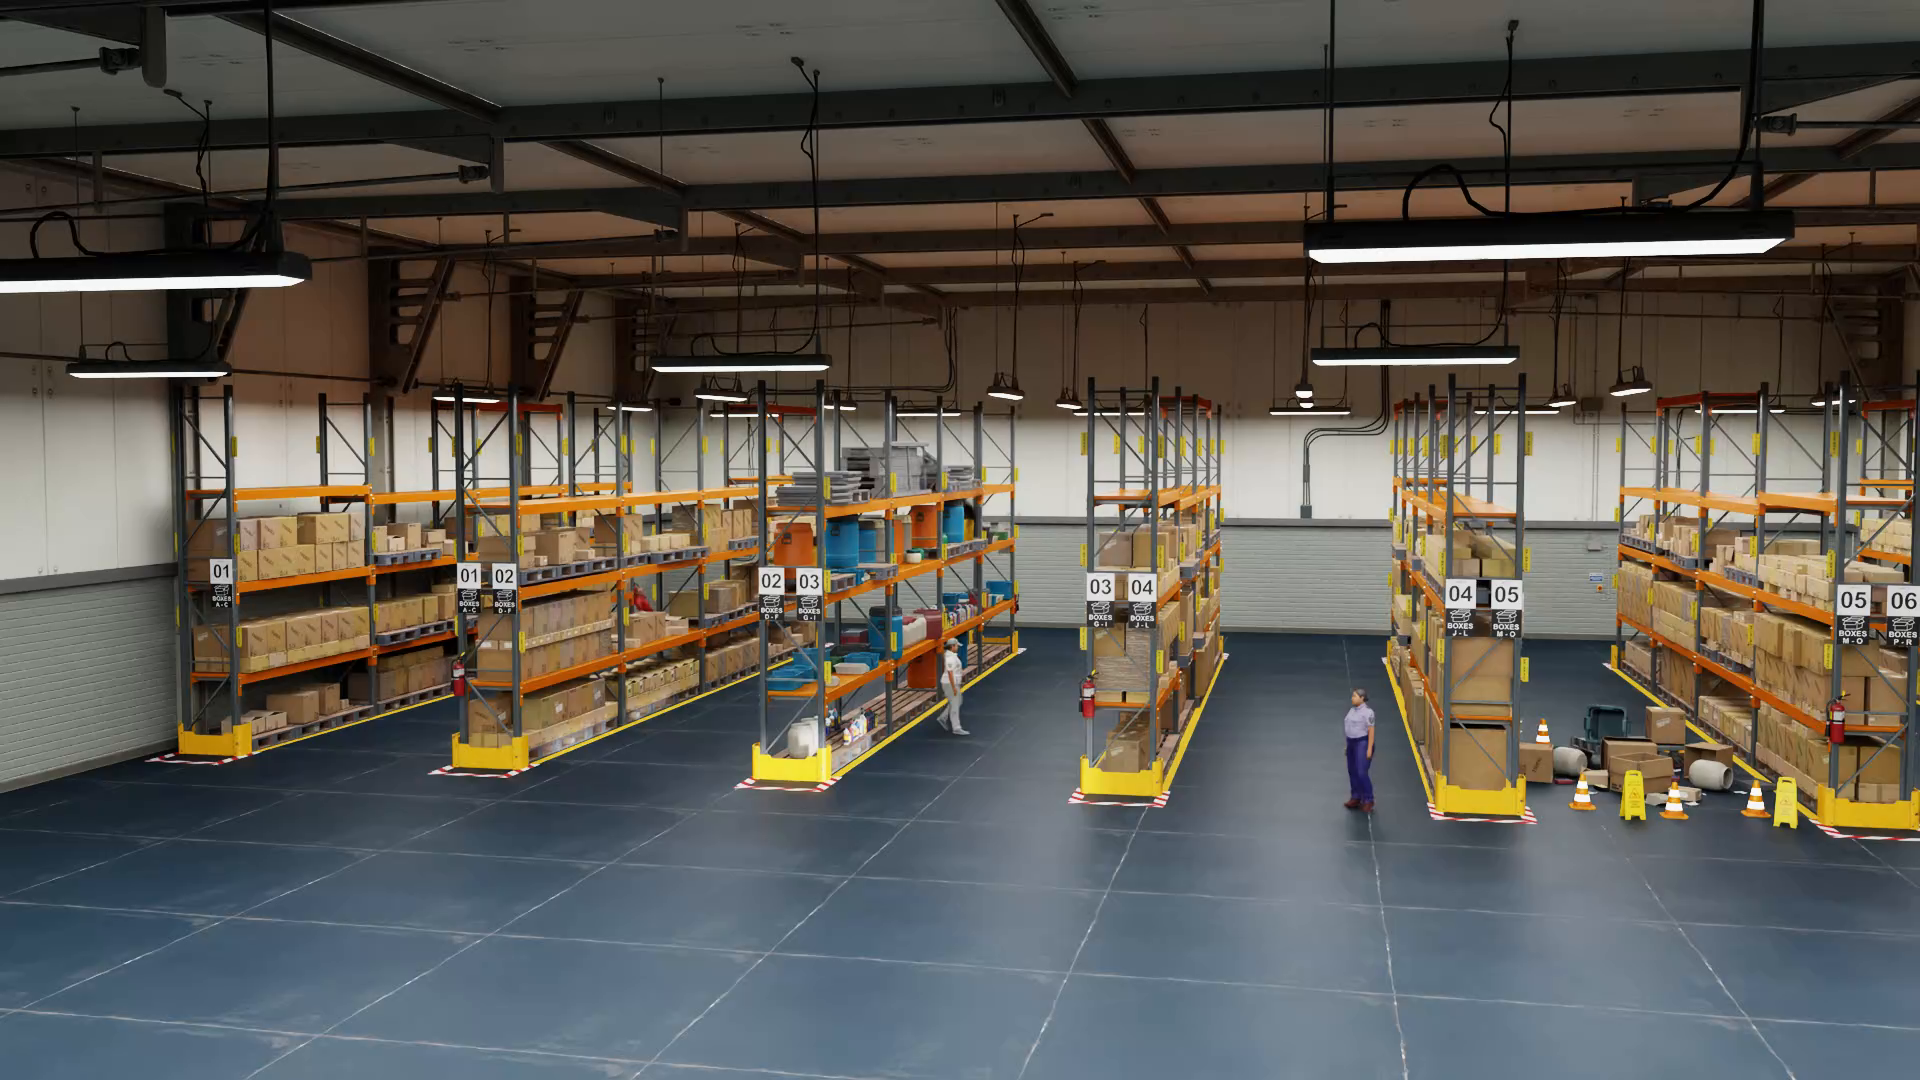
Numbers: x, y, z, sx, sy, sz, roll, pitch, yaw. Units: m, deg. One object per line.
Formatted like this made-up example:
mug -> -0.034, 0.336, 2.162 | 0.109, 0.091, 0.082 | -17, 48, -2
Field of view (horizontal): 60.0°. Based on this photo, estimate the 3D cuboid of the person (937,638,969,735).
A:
person -> -0.123, 2.540, 29.066 | 0.594, 1.661, 0.563 | 0, 3, 3

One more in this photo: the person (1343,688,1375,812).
person -> 5.527, 2.903, 23.048 | 0.353, 1.693, 0.530 | -1, 3, -19

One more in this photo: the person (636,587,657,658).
person -> -7.387, 1.952, 39.347 | 0.531, 1.692, 0.583 | 0, 3, -1
